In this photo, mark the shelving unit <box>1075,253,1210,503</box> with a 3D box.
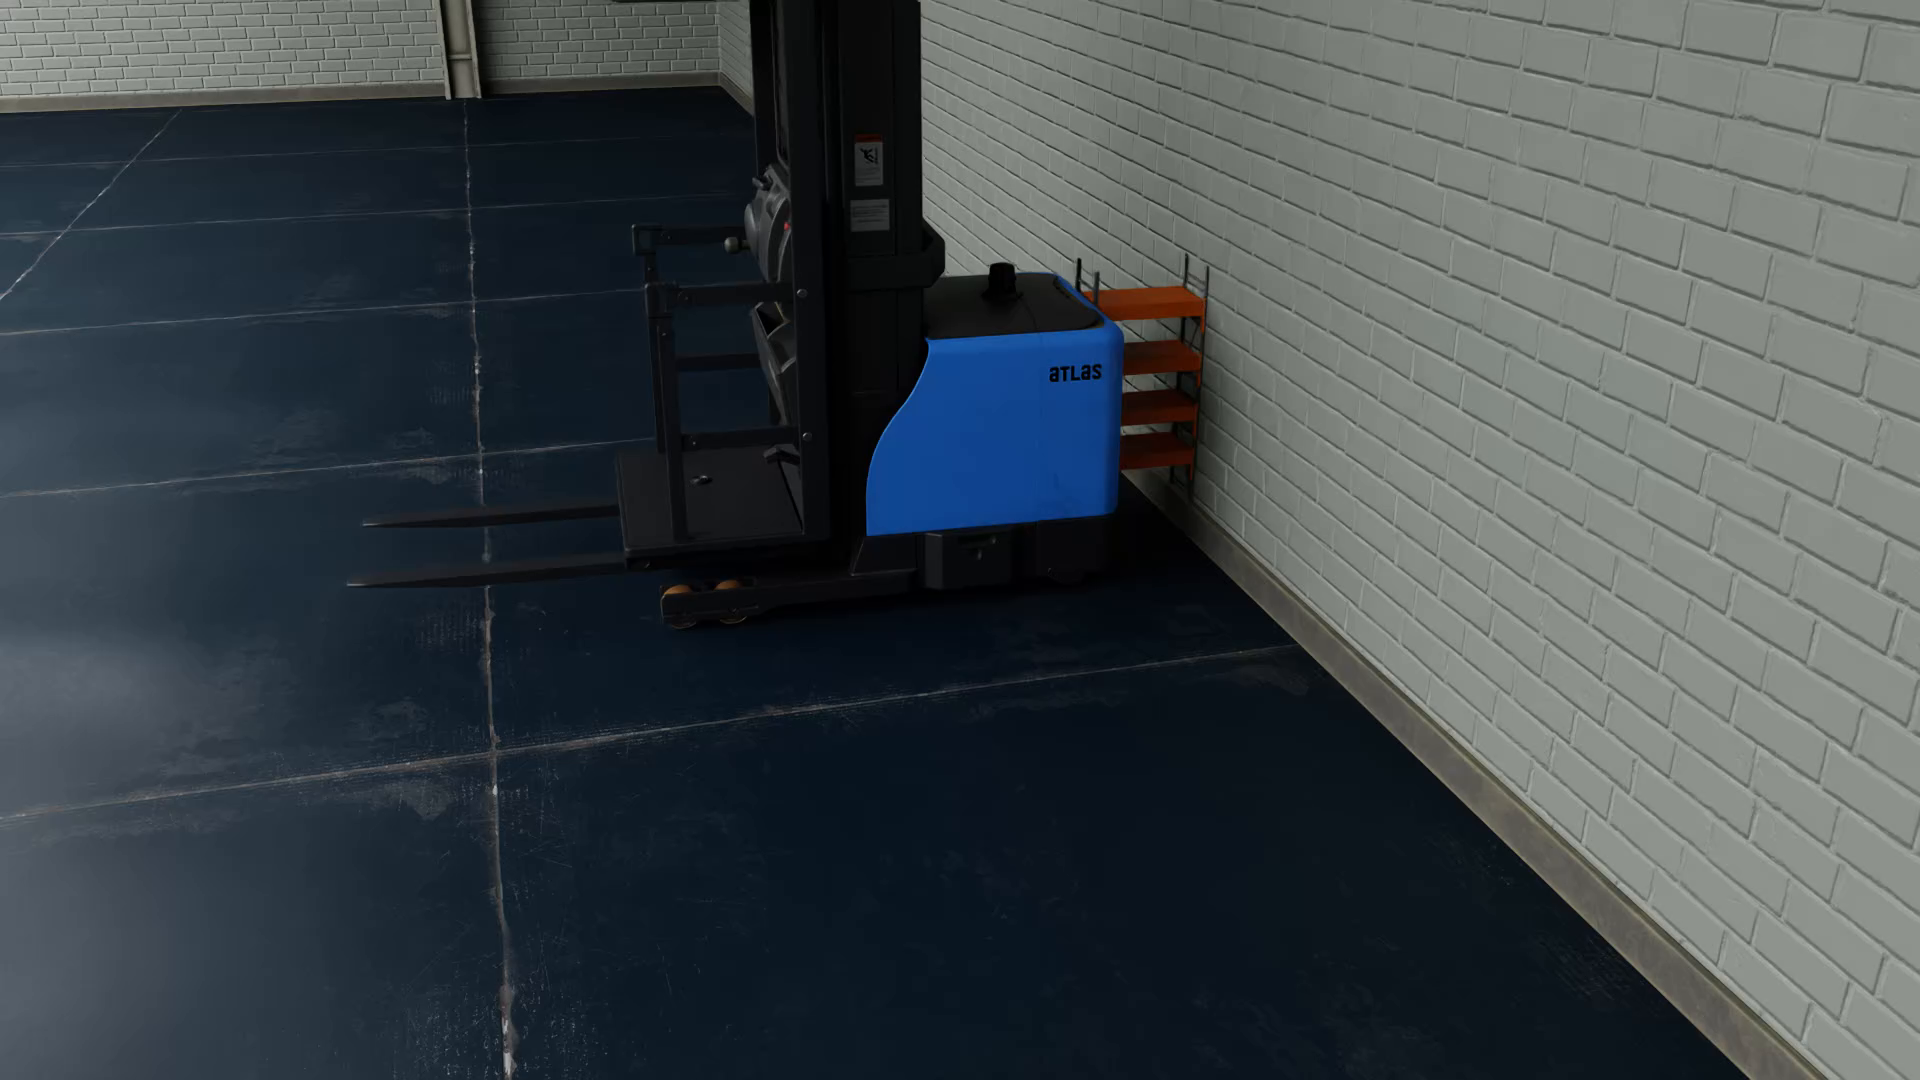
[{"bbox_3d":[0.747,-0.597,7.107,0.503,1.200,0.258,-5,24,-15],"label":"shelving unit"}]

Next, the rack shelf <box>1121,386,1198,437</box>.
[{"bbox_3d":[0.746,-0.535,7.134,0.480,0.148,0.258,-5,24,-15],"label":"rack shelf"}]

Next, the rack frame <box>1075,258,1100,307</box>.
[{"bbox_3d":[0.512,-0.575,7.045,0.015,1.200,0.240,-5,24,-15],"label":"rack frame"}]

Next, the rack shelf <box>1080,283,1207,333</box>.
[{"bbox_3d":[0.755,-0.957,6.950,0.480,0.148,0.258,-5,24,-15],"label":"rack shelf"}]

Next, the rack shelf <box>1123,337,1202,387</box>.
[{"bbox_3d":[0.750,-0.740,7.044,0.480,0.148,0.258,-5,24,-15],"label":"rack shelf"}]

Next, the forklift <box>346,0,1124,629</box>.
[{"bbox_3d":[-0.917,-1.231,6.403,3.031,2.935,1.130,-5,24,-12],"label":"forklift"}]

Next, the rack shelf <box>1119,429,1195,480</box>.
[{"bbox_3d":[0.742,-0.353,7.213,0.480,0.148,0.258,-5,24,-15],"label":"rack shelf"}]

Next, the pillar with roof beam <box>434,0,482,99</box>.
[{"bbox_3d":[-4.544,-7.602,13.556,0.400,9.000,9.100,-6,24,-14],"label":"pillar with roof beam"}]

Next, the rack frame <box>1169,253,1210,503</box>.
[{"bbox_3d":[0.982,-0.619,7.169,0.015,1.200,0.240,-5,24,-15],"label":"rack frame"}]
